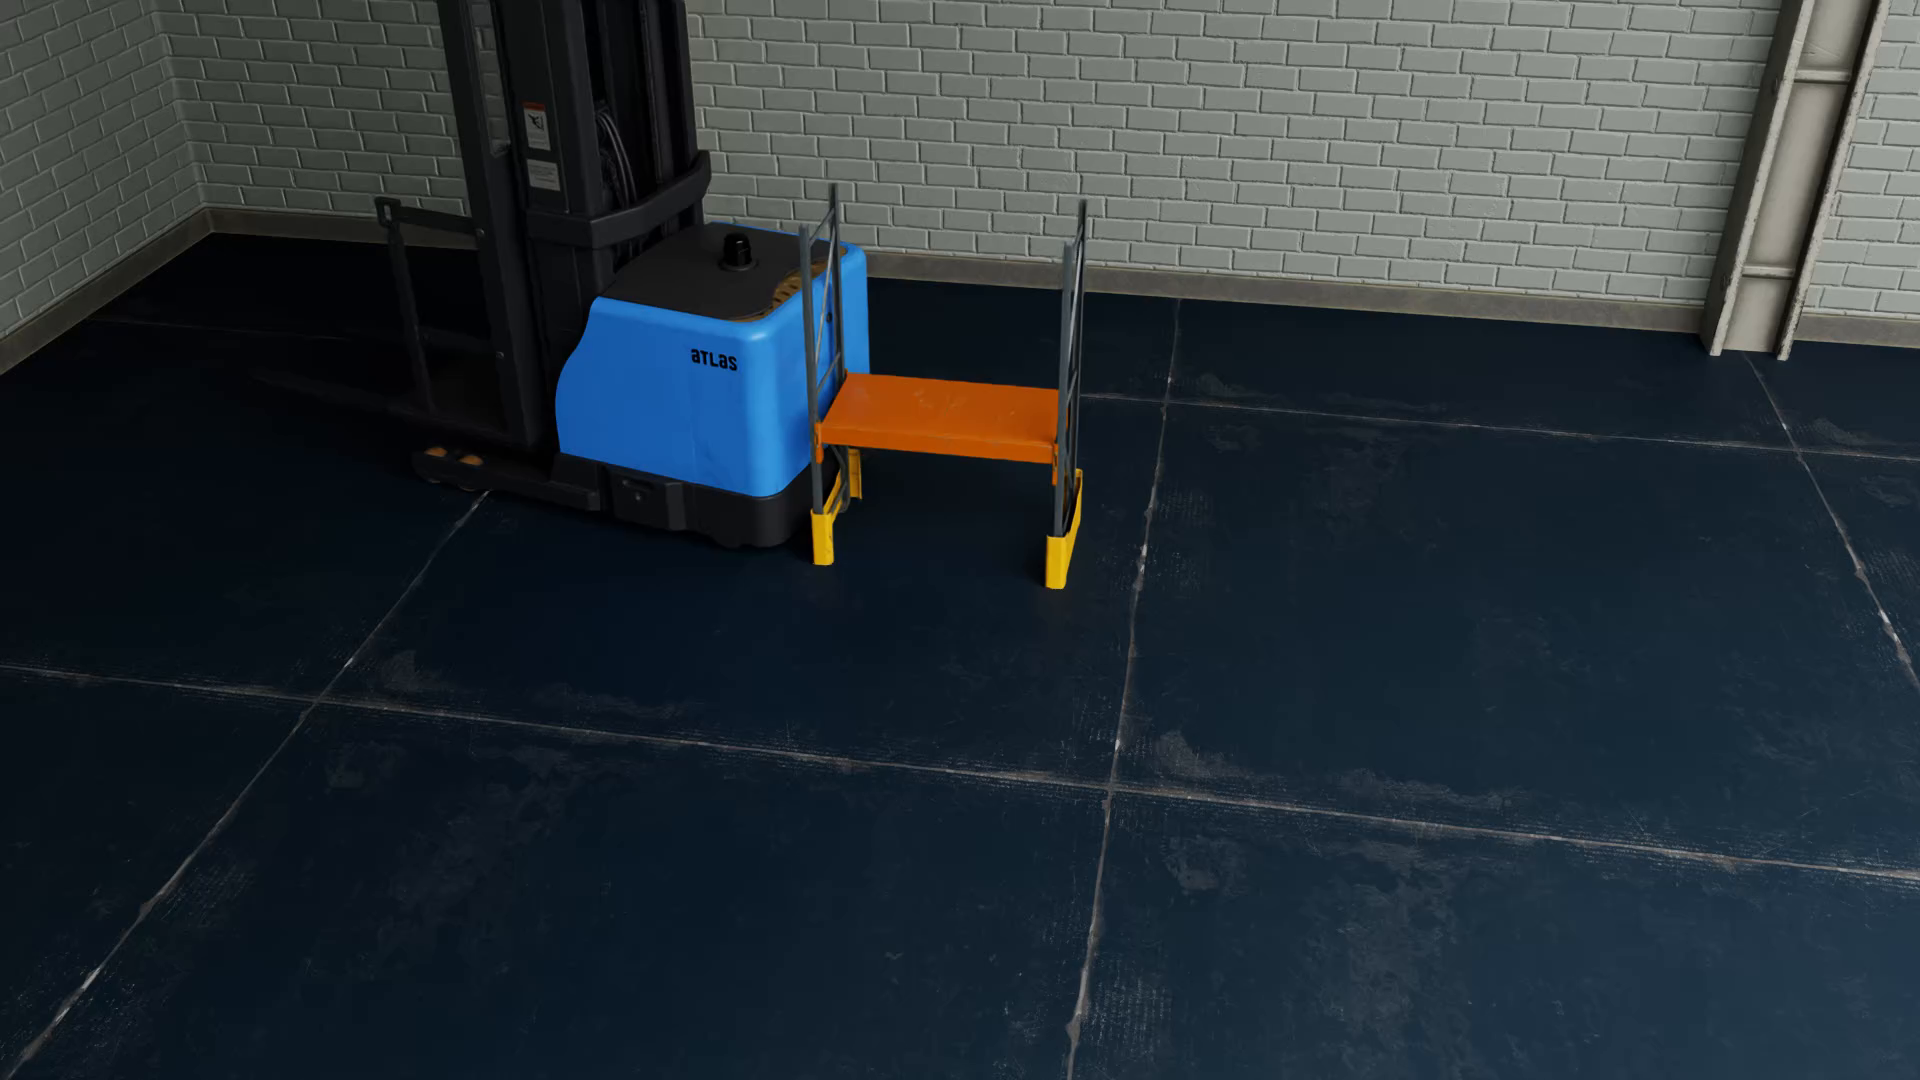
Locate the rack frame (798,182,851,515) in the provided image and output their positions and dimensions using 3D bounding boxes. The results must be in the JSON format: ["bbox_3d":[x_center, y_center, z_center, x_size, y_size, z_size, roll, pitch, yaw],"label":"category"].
[{"bbox_3d":[-0.555,-0.682,6.926,0.032,1.500,0.500,6,32,9],"label":"rack frame"}]

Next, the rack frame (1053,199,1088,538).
[{"bbox_3d":[0.445,-0.584,6.770,0.032,1.500,0.500,6,32,9],"label":"rack frame"}]

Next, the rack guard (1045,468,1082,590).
[{"bbox_3d":[0.443,-0.055,7.102,0.087,0.250,0.587,6,32,9],"label":"rack guard"}]

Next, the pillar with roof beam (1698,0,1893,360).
[{"bbox_3d":[3.469,-2.607,2.934,0.400,9.000,9.100,5,32,8],"label":"pillar with roof beam"}]

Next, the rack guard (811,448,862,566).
[{"bbox_3d":[-0.536,-0.150,7.255,0.087,0.250,0.587,6,32,9],"label":"rack guard"}]

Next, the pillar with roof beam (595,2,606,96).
[{"bbox_3d":[-2.445,-3.143,3.790,0.400,9.000,9.100,5,32,8],"label":"pillar with roof beam"}]

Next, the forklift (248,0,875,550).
[{"bbox_3d":[-1.962,-1.706,7.213,3.031,2.935,1.130,13,34,20],"label":"forklift"}]

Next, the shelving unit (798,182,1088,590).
[{"bbox_3d":[-0.046,-0.632,6.847,1.083,1.500,0.587,6,32,9],"label":"shelving unit"}]

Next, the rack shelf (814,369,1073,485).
[{"bbox_3d":[-0.055,-0.481,6.943,1.000,0.185,0.538,6,32,9],"label":"rack shelf"}]
